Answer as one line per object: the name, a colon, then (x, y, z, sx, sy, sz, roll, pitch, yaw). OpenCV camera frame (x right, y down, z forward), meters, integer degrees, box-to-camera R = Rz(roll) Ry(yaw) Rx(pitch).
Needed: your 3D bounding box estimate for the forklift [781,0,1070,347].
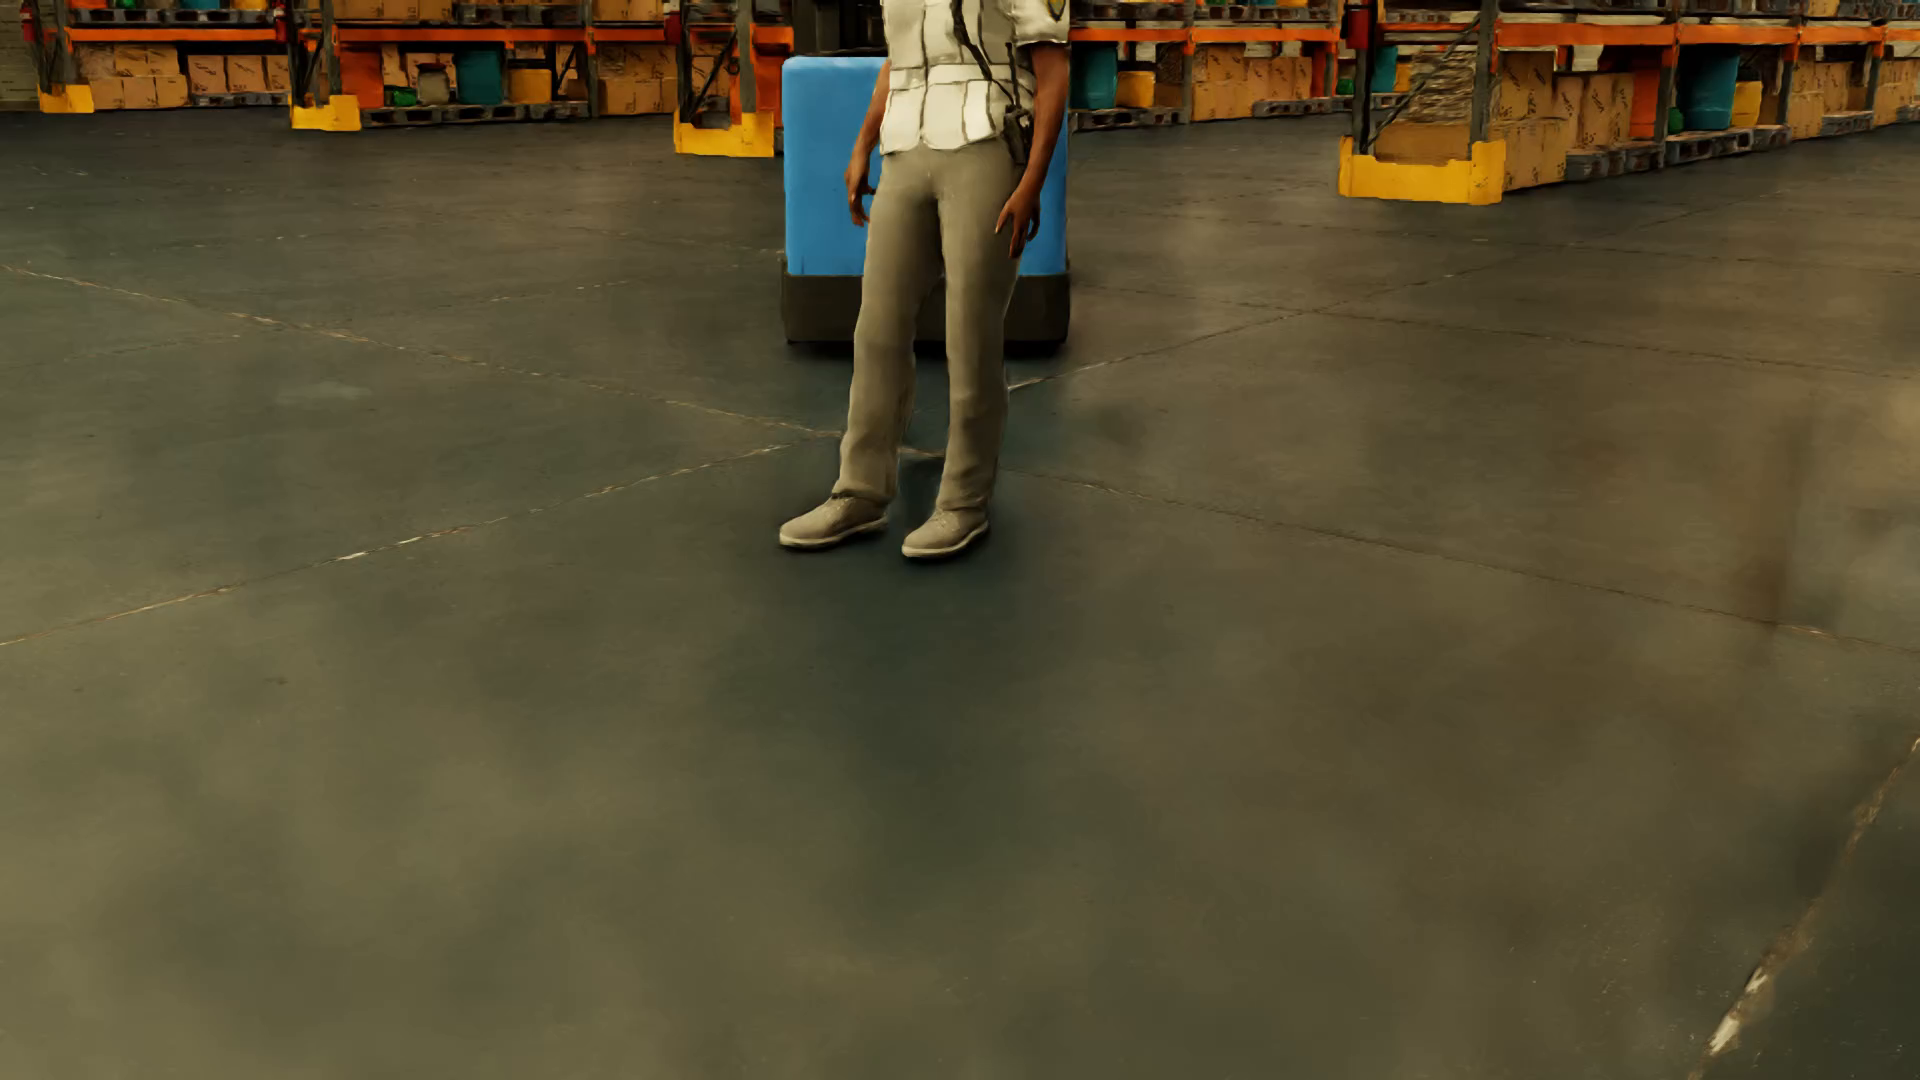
forklift: (-0.162, -2.499, 7.128, 1.130, 2.935, 3.031, 0, 17, -2)

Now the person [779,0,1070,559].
person: (-0.063, -0.803, 3.651, 0.569, 1.692, 0.530, 13, 21, 37)
